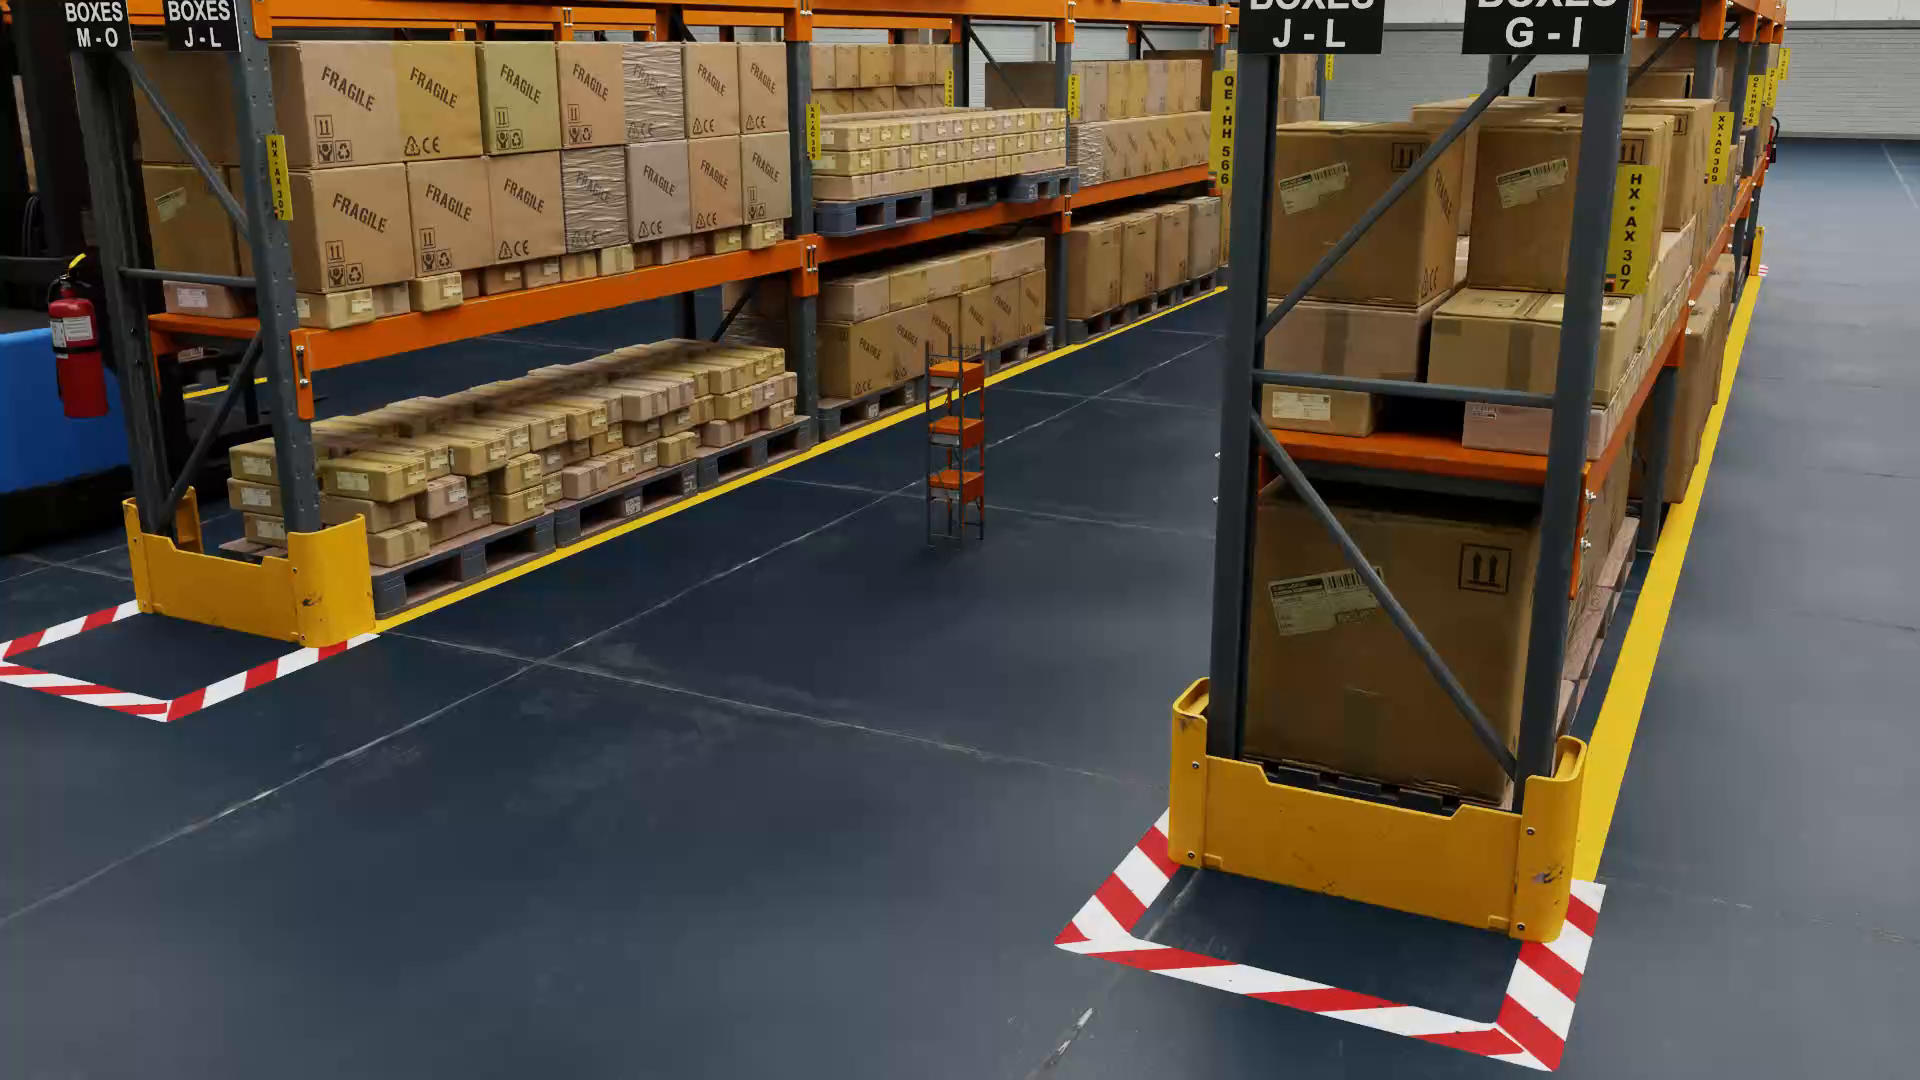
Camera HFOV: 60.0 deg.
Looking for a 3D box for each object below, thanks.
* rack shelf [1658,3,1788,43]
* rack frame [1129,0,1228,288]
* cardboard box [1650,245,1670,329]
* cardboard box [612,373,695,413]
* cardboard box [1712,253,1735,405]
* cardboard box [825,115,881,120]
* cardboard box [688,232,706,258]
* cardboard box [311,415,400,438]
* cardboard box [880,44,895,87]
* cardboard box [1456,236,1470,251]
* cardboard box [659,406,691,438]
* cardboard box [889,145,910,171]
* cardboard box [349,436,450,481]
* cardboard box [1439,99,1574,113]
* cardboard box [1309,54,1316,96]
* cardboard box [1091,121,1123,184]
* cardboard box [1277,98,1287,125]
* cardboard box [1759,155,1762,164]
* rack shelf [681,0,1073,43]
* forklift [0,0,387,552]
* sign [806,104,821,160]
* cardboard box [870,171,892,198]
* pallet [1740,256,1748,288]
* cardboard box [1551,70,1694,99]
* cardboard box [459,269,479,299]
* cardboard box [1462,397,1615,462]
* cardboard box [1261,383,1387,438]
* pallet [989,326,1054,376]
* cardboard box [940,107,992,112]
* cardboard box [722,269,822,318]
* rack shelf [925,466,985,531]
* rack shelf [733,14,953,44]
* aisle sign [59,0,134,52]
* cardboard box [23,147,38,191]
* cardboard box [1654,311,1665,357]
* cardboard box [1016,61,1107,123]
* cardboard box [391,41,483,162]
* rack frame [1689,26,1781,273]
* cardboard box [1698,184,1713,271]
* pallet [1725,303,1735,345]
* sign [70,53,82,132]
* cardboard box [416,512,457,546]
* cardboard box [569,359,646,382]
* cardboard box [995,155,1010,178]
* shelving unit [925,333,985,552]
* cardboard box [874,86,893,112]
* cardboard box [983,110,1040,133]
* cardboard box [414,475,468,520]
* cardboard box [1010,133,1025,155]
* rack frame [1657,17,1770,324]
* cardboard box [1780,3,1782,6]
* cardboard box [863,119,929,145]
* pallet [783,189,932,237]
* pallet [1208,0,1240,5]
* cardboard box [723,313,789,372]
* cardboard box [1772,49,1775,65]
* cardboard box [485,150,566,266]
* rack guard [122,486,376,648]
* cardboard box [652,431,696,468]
[{"bbox_3d":[7.492,-5.077,16.344,1.077,0.370,4.000,8,18,25],"label":"rack shelf"},{"bbox_3d":[2.206,-4.131,17.164,1.000,3.000,0.127,8,18,25],"label":"rack frame"},{"bbox_3d":[2.375,-0.971,6.265,0.500,0.250,0.500,8,18,24],"label":"cardboard box"},{"bbox_3d":[-1.702,-0.818,9.235,0.380,0.149,0.250,7,18,23],"label":"cardboard box"},{"bbox_3d":[4.484,-1.465,11.183,1.225,0.875,0.875,7,18,23],"label":"cardboard box"},{"bbox_3d":[-0.781,-2.918,11.740,0.380,0.149,0.250,7,18,23],"label":"cardboard box"},{"bbox_3d":[-1.654,-1.673,9.331,0.380,0.149,0.250,8,18,24],"label":"cardboard box"},{"bbox_3d":[-2.980,-0.500,8.165,0.380,0.149,0.250,8,18,24],"label":"cardboard box"},{"bbox_3d":[-1.229,-5.885,20.617,0.700,0.500,0.500,8,18,25],"label":"cardboard box"},{"bbox_3d":[1.899,-1.038,6.490,0.500,0.250,0.500,8,18,25],"label":"cardboard box"},{"bbox_3d":[-1.735,-0.690,9.327,0.380,0.149,0.250,9,19,27],"label":"cardboard box"},{"bbox_3d":[-0.552,-2.491,10.823,0.380,0.149,0.250,9,19,27],"label":"cardboard box"},{"bbox_3d":[-2.602,-0.370,7.727,0.380,0.149,0.250,8,19,26],"label":"cardboard box"},{"bbox_3d":[2.354,-1.653,7.245,0.500,0.500,0.500,8,18,25],"label":"cardboard box"},{"bbox_3d":[3.793,-5.650,20.118,0.875,0.550,0.550,8,18,25],"label":"cardboard box"},{"bbox_3d":[1.086,-3.370,14.427,0.500,0.500,0.500,8,18,25],"label":"cardboard box"},{"bbox_3d":[3.280,-4.852,19.328,0.875,0.550,0.550,8,18,25],"label":"cardboard box"},{"bbox_3d":[7.867,-3.878,16.755,0.380,0.149,0.250,8,18,25],"label":"cardboard box"},{"bbox_3d":[-0.475,-3.696,11.694,1.077,0.370,4.000,8,18,25],"label":"rack shelf"},{"bbox_3d":[-4.591,-1.719,9.164,1.130,2.935,3.031,8,19,26],"label":"forklift"},{"bbox_3d":[-0.880,-2.441,9.955,0.100,0.325,0.005,8,18,25],"label":"sign"},{"bbox_3d":[-0.662,-2.287,10.661,0.380,0.149,0.250,8,19,26],"label":"cardboard box"},{"bbox_3d":[7.957,-2.935,18.034,1.003,0.211,1.213,8,18,25],"label":"pallet"},{"bbox_3d":[3.619,-2.302,9.070,0.797,0.503,0.637,8,18,26],"label":"cardboard box"},{"bbox_3d":[-2.480,-1.210,7.771,0.380,0.149,0.250,9,19,28],"label":"cardboard box"},{"bbox_3d":[1.690,-0.346,4.861,0.380,0.149,0.250,8,18,26],"label":"cardboard box"},{"bbox_3d":[1.101,-0.430,5.144,0.380,0.149,0.250,8,19,26],"label":"cardboard box"},{"bbox_3d":[0.068,-1.577,13.462,1.003,0.211,1.213,8,18,25],"label":"pallet"},{"bbox_3d":[0.037,-3.384,13.308,0.380,0.149,0.250,8,18,25],"label":"cardboard box"},{"bbox_3d":[-1.262,-1.678,11.240,0.500,0.250,0.500,8,18,24],"label":"cardboard box"},{"bbox_3d":[-0.024,-0.213,8.411,0.215,0.259,0.240,8,18,25],"label":"rack shelf"},{"bbox_3d":[-1.374,-6.338,20.589,1.077,0.370,4.000,8,18,25],"label":"rack shelf"},{"bbox_3d":[-3.457,-2.340,6.569,0.394,0.787,0.004,8,18,25],"label":"aisle sign"},{"bbox_3d":[-6.257,-2.333,10.935,0.500,0.500,0.500,8,18,25],"label":"cardboard box"},{"bbox_3d":[2.492,-0.805,6.406,0.380,0.149,0.250,8,19,26],"label":"cardboard box"},{"bbox_3d":[0.853,-3.881,14.393,0.700,0.500,0.500,8,18,25],"label":"cardboard box"},{"bbox_3d":[-2.498,-1.954,7.381,0.500,0.500,0.500,9,19,27],"label":"cardboard box"},{"bbox_3d":[8.386,-4.493,18.384,1.000,3.000,0.127,8,18,25],"label":"rack frame"},{"bbox_3d":[3.677,-1.698,8.797,0.500,0.500,0.500,8,18,25],"label":"cardboard box"},{"bbox_3d":[6.252,-1.939,14.682,1.003,0.211,1.213,8,18,25],"label":"pallet"},{"bbox_3d":[-3.643,-1.857,6.918,0.100,0.325,0.005,8,18,25],"label":"sign"},{"bbox_3d":[-2.592,-0.079,7.791,0.380,0.149,0.250,8,18,25],"label":"cardboard box"},{"bbox_3d":[-2.049,-0.949,9.676,0.380,0.149,0.250,8,18,24],"label":"cardboard box"},{"bbox_3d":[0.149,-2.749,12.214,0.380,0.149,0.250,7,18,23],"label":"cardboard box"},{"bbox_3d":[-0.024,-0.490,8.329,0.215,1.050,0.252,8,18,25],"label":"shelving unit"},{"bbox_3d":[-1.174,-5.390,20.707,0.500,0.500,0.500,8,18,26],"label":"cardboard box"},{"bbox_3d":[0.379,-3.165,12.570,0.380,0.149,0.250,9,19,27],"label":"cardboard box"},{"bbox_3d":[-2.519,-0.215,7.727,0.380,0.149,0.250,8,18,25],"label":"cardboard box"},{"bbox_3d":[0.260,-2.953,12.378,0.380,0.149,0.250,8,18,25],"label":"cardboard box"},{"bbox_3d":[6.598,-3.474,14.953,1.000,3.000,0.127,8,18,25],"label":"rack frame"},{"bbox_3d":[7.720,-5.318,16.157,0.500,0.250,0.500,8,18,24],"label":"cardboard box"},{"bbox_3d":[-0.431,-2.701,11.009,0.380,0.149,0.250,8,18,25],"label":"cardboard box"},{"bbox_3d":[-0.897,-2.177,10.924,1.003,0.211,1.213,8,18,25],"label":"pallet"},{"bbox_3d":[2.581,-5.733,17.447,1.003,0.211,1.213,8,18,25],"label":"pallet"},{"bbox_3d":[-1.263,-1.317,11.343,0.500,0.500,0.500,8,18,24],"label":"cardboard box"},{"bbox_3d":[7.686,-4.610,16.323,0.500,0.500,0.500,8,18,25],"label":"cardboard box"},{"bbox_3d":[-2.262,-1.607,7.968,0.500,0.500,0.500,8,18,26],"label":"cardboard box"},{"bbox_3d":[-3.122,0.105,7.294,1.175,0.500,0.348,8,18,25],"label":"rack guard"},{"bbox_3d":[-1.701,-0.521,9.280,0.380,0.149,0.250,8,18,25],"label":"cardboard box"}]
